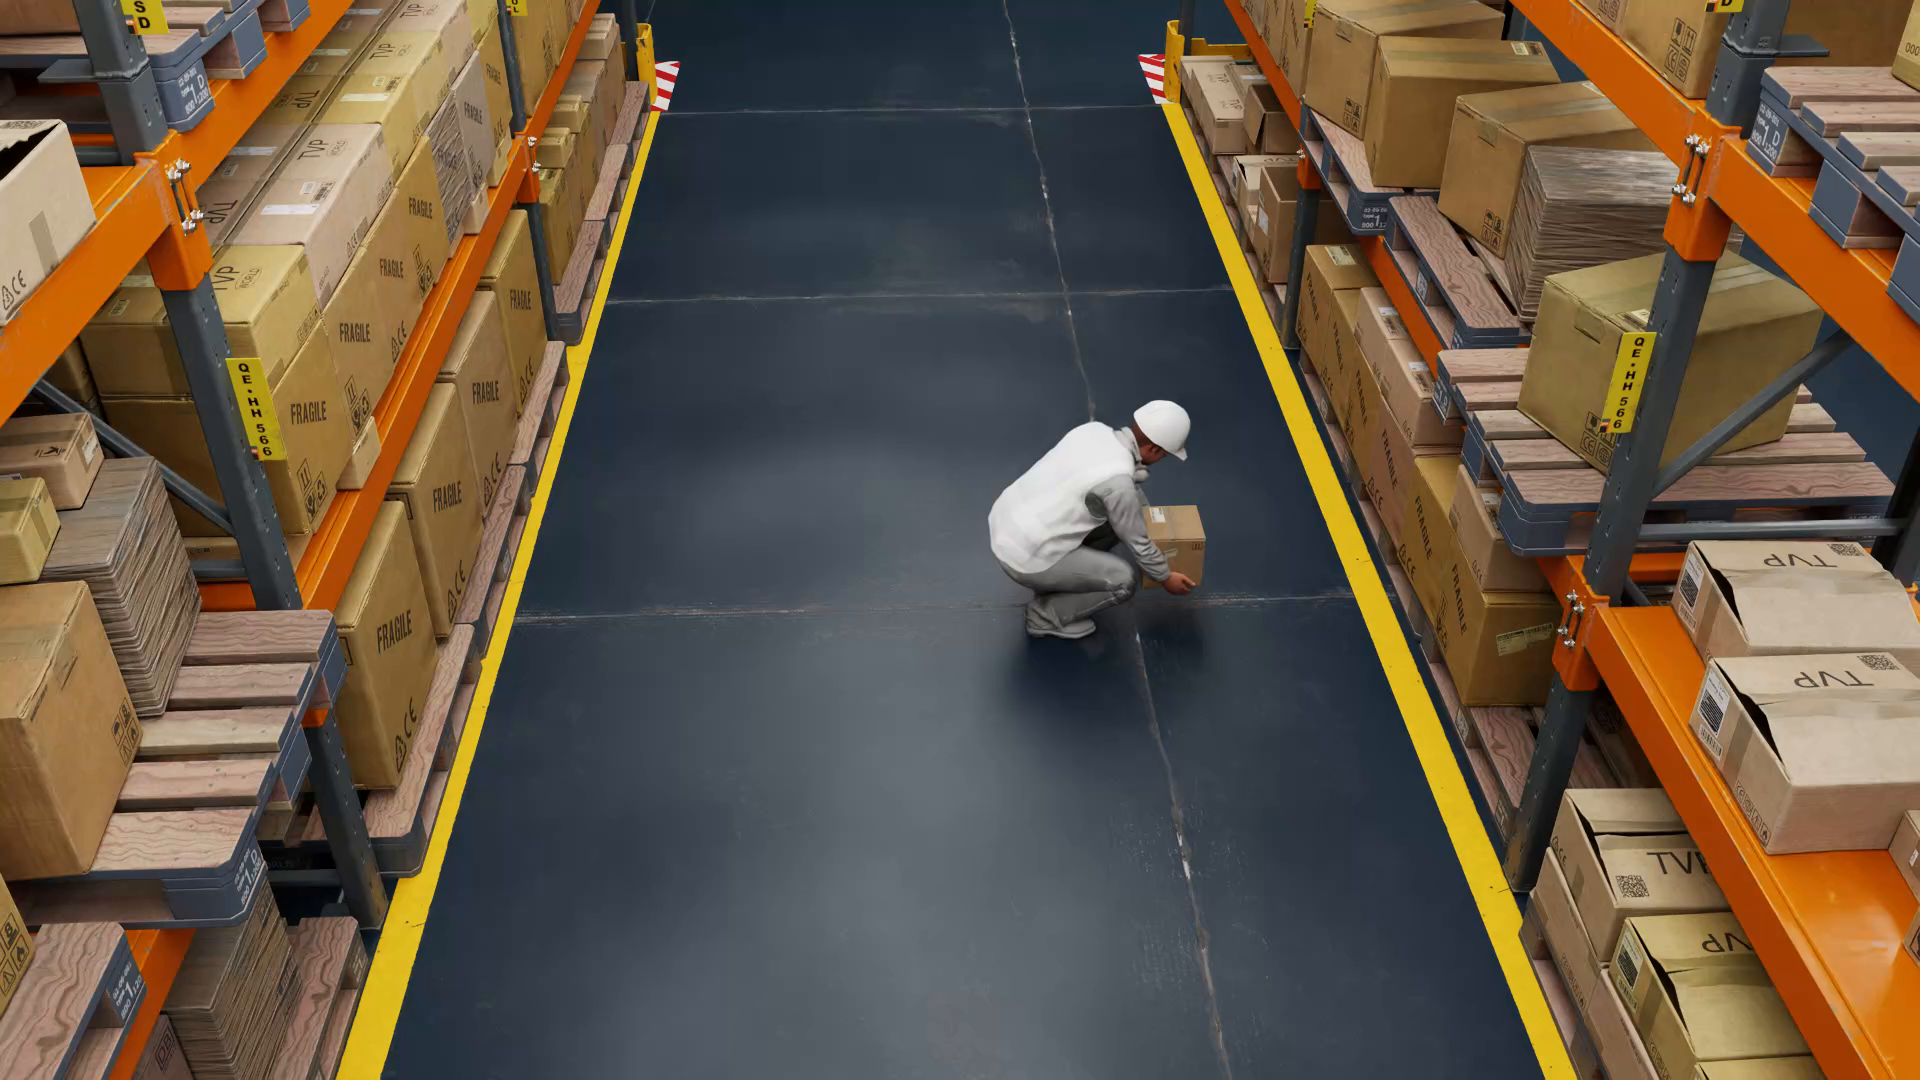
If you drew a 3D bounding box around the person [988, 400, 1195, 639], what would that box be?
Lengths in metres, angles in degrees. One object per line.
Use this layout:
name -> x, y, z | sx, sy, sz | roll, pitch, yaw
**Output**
person -> 0.553, -0.106, 6.949 | 0.862, 1.010, 0.534 | -1, 35, -2
